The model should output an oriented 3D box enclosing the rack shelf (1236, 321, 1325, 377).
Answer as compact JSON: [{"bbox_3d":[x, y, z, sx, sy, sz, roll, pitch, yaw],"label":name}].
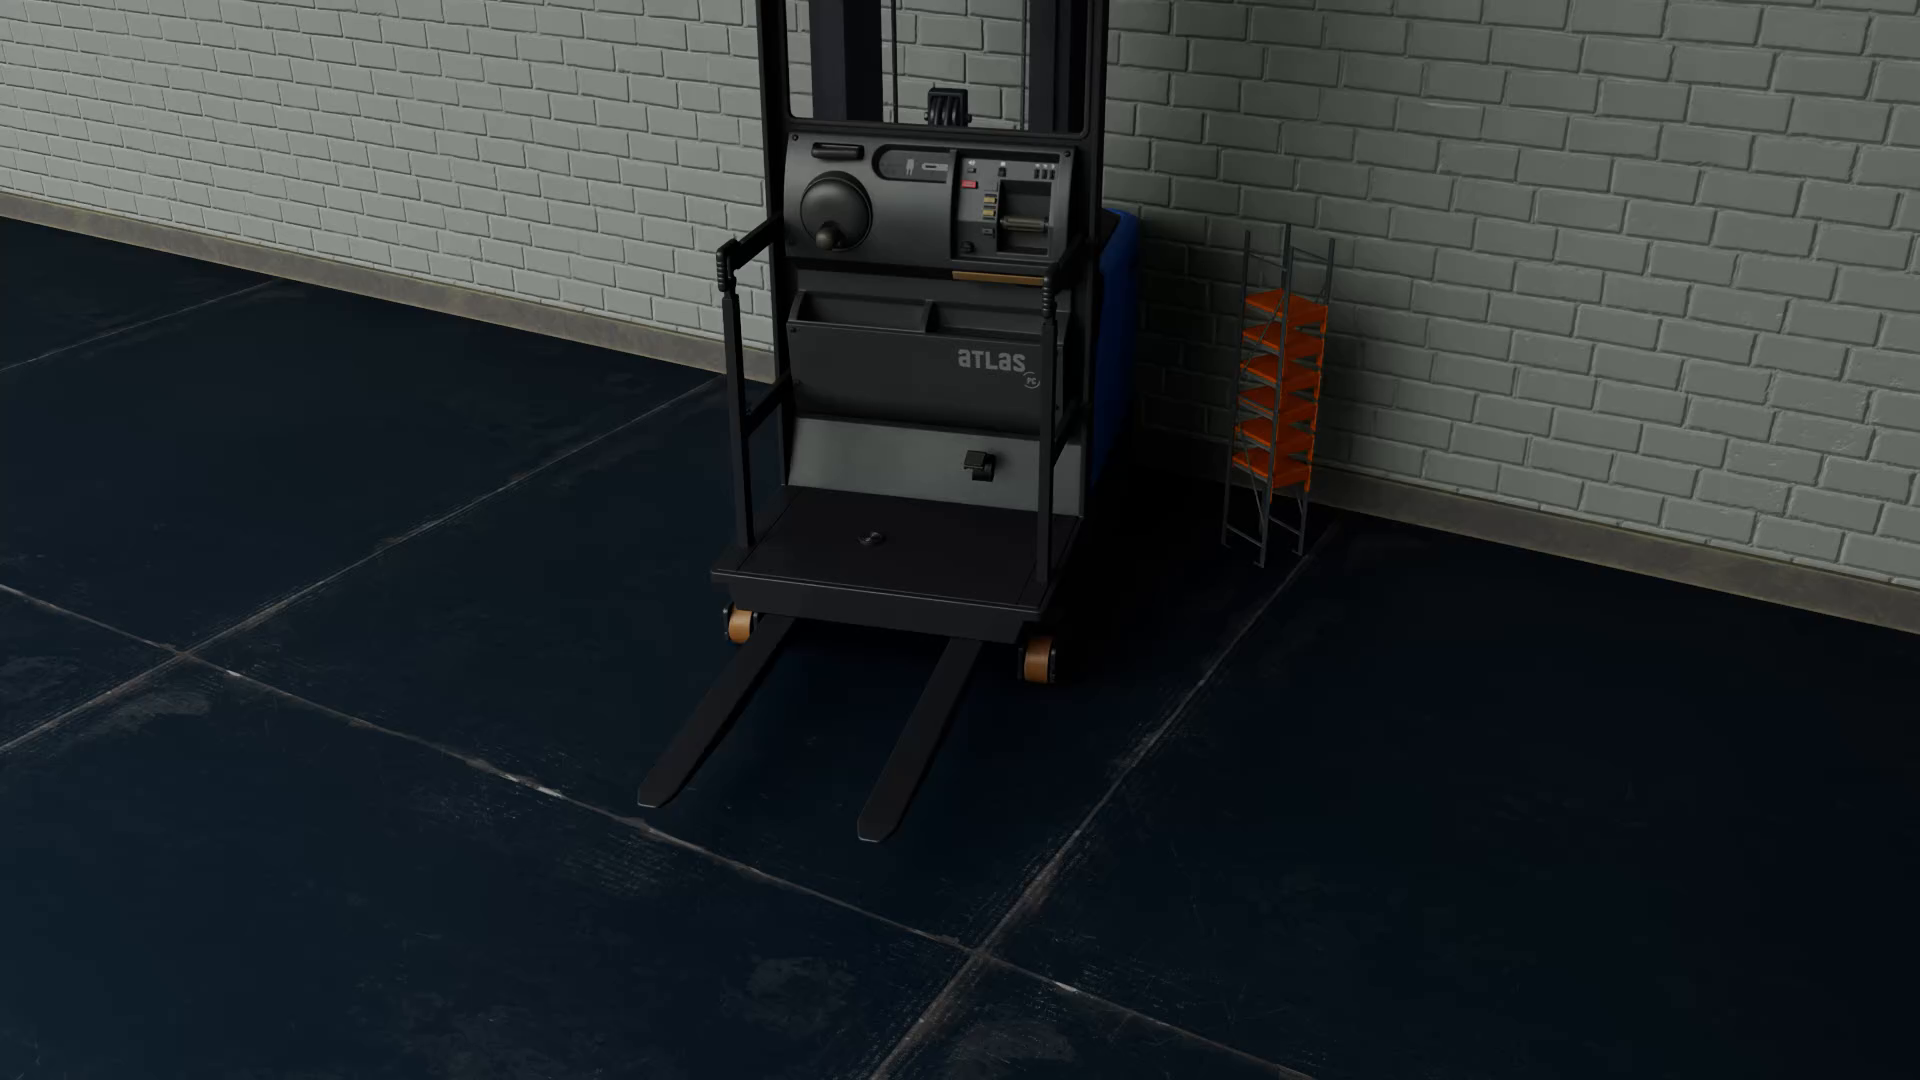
[{"bbox_3d":[1.120,-0.675,5.821,0.180,0.103,0.258,-15,30,-28],"label":"rack shelf"}]

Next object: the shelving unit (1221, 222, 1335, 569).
[{"bbox_3d":[1.120,-0.500,5.909,0.189,1.200,0.258,-15,30,-28],"label":"shelving unit"}]

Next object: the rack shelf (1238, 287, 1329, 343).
[{"bbox_3d":[1.120,-0.782,5.768,0.180,0.103,0.258,-15,30,-28],"label":"rack shelf"}]

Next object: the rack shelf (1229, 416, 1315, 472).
[{"bbox_3d":[1.120,-0.353,5.982,0.180,0.103,0.258,-15,30,-28],"label":"rack shelf"}]

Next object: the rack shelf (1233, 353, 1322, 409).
[{"bbox_3d":[1.120,-0.568,5.875,0.180,0.103,0.258,-15,30,-28],"label":"rack shelf"}]

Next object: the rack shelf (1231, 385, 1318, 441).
[{"bbox_3d":[1.120,-0.460,5.929,0.180,0.103,0.258,-15,30,-28],"label":"rack shelf"}]

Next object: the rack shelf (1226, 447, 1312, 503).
[{"bbox_3d":[1.120,-0.246,6.036,0.180,0.103,0.258,-15,30,-28],"label":"rack shelf"}]

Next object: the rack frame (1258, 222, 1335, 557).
[{"bbox_3d":[1.198,-0.522,5.952,0.006,1.200,0.240,-15,30,-28],"label":"rack frame"}]

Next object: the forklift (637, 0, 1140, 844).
[{"bbox_3d":[-0.154,-1.037,5.048,1.130,2.935,3.031,6,27,13],"label":"forklift"}]

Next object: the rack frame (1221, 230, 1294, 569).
[{"bbox_3d":[1.042,-0.479,5.866,0.006,1.200,0.240,-15,30,-28],"label":"rack frame"}]
